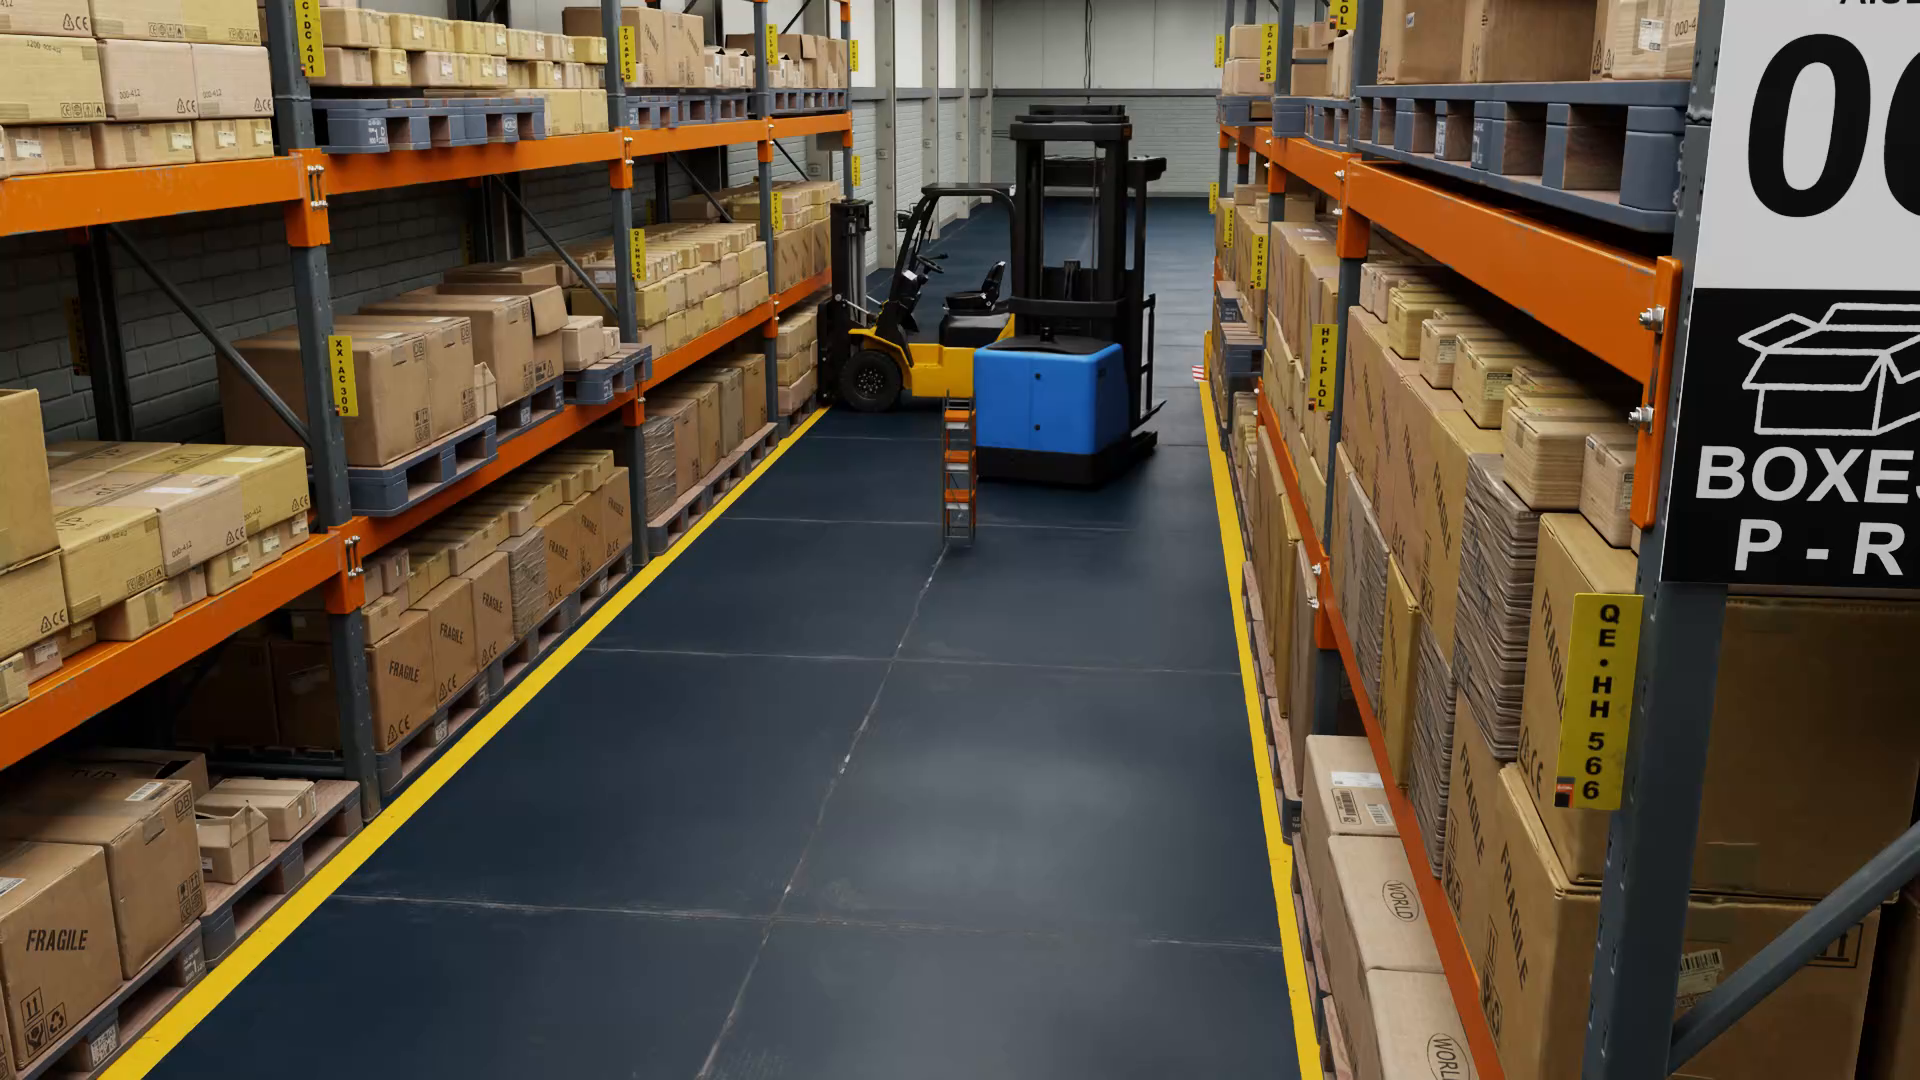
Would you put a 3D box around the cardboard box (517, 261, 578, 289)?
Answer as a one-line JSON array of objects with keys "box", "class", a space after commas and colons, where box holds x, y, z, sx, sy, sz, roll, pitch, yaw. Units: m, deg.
[{"box": [-2.741, -1.745, 10.935, 0.380, 0.149, 0.250, 2, 15, 8], "class": "cardboard box"}]

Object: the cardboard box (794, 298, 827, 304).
[{"box": [-1.515, -2.334, 17.094, 0.500, 0.250, 0.500, 2, 15, 7], "class": "cardboard box"}]

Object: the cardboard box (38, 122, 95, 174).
[{"box": [-2.936, -1.216, 5.147, 0.380, 0.149, 0.250, 2, 15, 8], "class": "cardboard box"}]

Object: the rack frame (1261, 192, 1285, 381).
[{"box": [2.356, -1.148, 10.161, 1.000, 3.000, 0.127, 2, 15, 6], "class": "rack frame"}]

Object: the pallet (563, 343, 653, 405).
[{"box": [-2.583, -1.023, 10.066, 1.213, 0.211, 1.003, 2, 15, 6], "class": "pallet"}]

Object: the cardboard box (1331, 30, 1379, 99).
[{"box": [1.795, -1.953, 6.758, 0.500, 0.311, 0.500, 2, 15, 6], "class": "cardboard box"}]

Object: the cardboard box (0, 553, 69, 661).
[{"box": [-3.013, 0.205, 4.875, 0.500, 0.250, 0.500, 1, 15, 5], "class": "cardboard box"}]

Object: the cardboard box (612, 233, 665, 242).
[{"box": [-2.551, -2.344, 13.149, 0.380, 0.149, 0.250, 2, 15, 6], "class": "cardboard box"}]

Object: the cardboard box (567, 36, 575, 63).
[{"box": [-2.456, -2.842, 9.633, 0.380, 0.149, 0.250, 1, 15, 4], "class": "cardboard box"}]

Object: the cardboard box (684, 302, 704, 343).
[{"box": [-2.171, -1.593, 12.094, 0.500, 0.250, 0.500, 1, 15, 4], "class": "cardboard box"}]

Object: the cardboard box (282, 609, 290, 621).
[{"box": [-3.248, 0.263, 7.686, 0.380, 0.149, 0.250, 2, 15, 6], "class": "cardboard box"}]

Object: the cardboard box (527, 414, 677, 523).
[{"box": [-2.492, -0.511, 11.550, 0.875, 0.625, 0.625, 2, 15, 8], "class": "cardboard box"}]

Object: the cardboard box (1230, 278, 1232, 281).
[{"box": [2.562, -2.222, 14.612, 0.380, 0.149, 0.250, 2, 15, 8], "class": "cardboard box"}]

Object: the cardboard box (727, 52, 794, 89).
[{"box": [-1.789, -4.195, 14.859, 0.500, 0.311, 0.500, 2, 15, 7], "class": "cardboard box"}]

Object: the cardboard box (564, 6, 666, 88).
[{"box": [-2.252, -3.221, 10.894, 0.500, 0.500, 0.500, 2, 15, 7], "class": "cardboard box"}]

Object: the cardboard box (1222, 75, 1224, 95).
[{"box": [2.871, -4.489, 16.489, 0.500, 0.250, 0.500, 1, 15, 5], "class": "cardboard box"}]

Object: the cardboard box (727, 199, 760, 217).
[{"box": [-1.872, -2.981, 14.935, 0.380, 0.149, 0.250, 2, 15, 7], "class": "cardboard box"}]

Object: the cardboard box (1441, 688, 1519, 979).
[{"box": [1.316, 0.616, 3.446, 0.500, 0.500, 0.500, 1, 15, 5], "class": "cardboard box"}]

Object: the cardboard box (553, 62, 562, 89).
[{"box": [-2.481, -2.628, 9.413, 0.380, 0.149, 0.250, 2, 15, 8], "class": "cardboard box"}]

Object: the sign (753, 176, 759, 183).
[{"box": [-2.224, -3.842, 18.315, 0.100, 0.325, 0.005, 2, 15, 6], "class": "sign"}]

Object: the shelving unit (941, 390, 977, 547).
[{"box": [-0.006, -0.493, 11.474, 0.215, 1.050, 0.252, 2, 15, 6], "class": "shelving unit"}]

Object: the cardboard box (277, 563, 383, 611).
[{"box": [-2.783, 0.204, 7.332, 0.380, 0.149, 0.250, 1, 15, 5], "class": "cardboard box"}]

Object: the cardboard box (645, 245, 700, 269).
[{"box": [-2.113, -2.064, 12.114, 0.380, 0.149, 0.250, 2, 15, 7], "class": "cardboard box"}]

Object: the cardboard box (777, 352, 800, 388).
[{"box": [-1.764, -1.564, 15.204, 0.500, 0.250, 0.500, 2, 15, 6], "class": "cardboard box"}]

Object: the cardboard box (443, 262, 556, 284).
[{"box": [-2.790, -1.415, 10.154, 0.500, 0.500, 0.500, 2, 15, 9], "class": "cardboard box"}]

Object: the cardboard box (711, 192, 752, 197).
[{"box": [-2.213, -3.259, 15.963, 0.380, 0.149, 0.250, 2, 15, 6], "class": "cardboard box"}]

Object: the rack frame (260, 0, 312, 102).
[{"box": [-3.028, -3.152, 6.079, 1.000, 3.000, 0.127, 2, 15, 6], "class": "rack frame"}]

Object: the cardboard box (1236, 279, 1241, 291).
[{"box": [2.394, -2.068, 13.242, 0.380, 0.149, 0.250, 2, 15, 7], "class": "cardboard box"}]

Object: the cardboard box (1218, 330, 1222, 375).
[{"box": [2.720, -1.849, 15.779, 0.500, 0.500, 0.500, 3, 15, 9], "class": "cardboard box"}]

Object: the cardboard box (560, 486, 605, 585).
[{"box": [-2.477, -0.044, 10.062, 0.500, 0.500, 0.500, 1, 15, 5], "class": "cardboard box"}]

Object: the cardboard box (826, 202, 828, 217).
[{"box": [-1.546, -3.364, 16.923, 0.380, 0.149, 0.250, 1, 15, 4], "class": "cardboard box"}]

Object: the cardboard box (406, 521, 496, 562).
[{"box": [-2.638, 0.009, 8.623, 0.380, 0.149, 0.250, 2, 15, 8], "class": "cardboard box"}]

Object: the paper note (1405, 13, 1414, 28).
[{"box": [1.112, -1.288, 4.119, 0.006, 0.032, 0.123, 2, 15, 6], "class": "paper note"}]

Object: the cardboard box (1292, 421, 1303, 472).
[{"box": [1.839, -0.424, 7.772, 0.500, 0.250, 0.500, 1, 15, 5], "class": "cardboard box"}]

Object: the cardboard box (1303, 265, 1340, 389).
[{"box": [1.757, -0.899, 7.134, 0.500, 0.500, 0.500, 2, 15, 7], "class": "cardboard box"}]

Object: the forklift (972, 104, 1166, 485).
[{"box": [1.089, -2.188, 14.138, 1.130, 2.935, 3.031, 6, 16, 20], "class": "forklift"}]

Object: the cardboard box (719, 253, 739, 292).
[{"box": [-2.041, -2.099, 13.007, 0.500, 0.250, 0.500, 2, 15, 7], "class": "cardboard box"}]

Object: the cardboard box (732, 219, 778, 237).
[{"box": [-1.828, -2.767, 14.715, 0.380, 0.149, 0.250, 1, 15, 5], "class": "cardboard box"}]

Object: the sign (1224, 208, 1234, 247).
[{"box": [2.267, -2.617, 13.937, 0.100, 0.325, 0.005, 2, 15, 6], "class": "sign"}]

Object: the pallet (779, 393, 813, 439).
[{"box": [-1.994, -1.190, 15.657, 1.003, 0.211, 1.213, 2, 15, 6], "class": "pallet"}]

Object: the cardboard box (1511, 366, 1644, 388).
[{"box": [1.414, -0.282, 3.609, 0.380, 0.149, 0.250, 2, 15, 6], "class": "cardboard box"}]

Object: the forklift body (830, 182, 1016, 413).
[{"box": [-0.075, -2.413, 16.465, 2.313, 2.155, 1.214, 2, 15, 6], "class": "forklift body"}]

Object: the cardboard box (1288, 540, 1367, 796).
[{"box": [1.895, 0.549, 7.151, 0.875, 0.875, 0.875, 2, 15, 8], "class": "cardboard box"}]

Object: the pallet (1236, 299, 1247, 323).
[{"box": [2.539, -1.570, 12.090, 1.003, 0.211, 1.213, 2, 15, 6], "class": "pallet"}]

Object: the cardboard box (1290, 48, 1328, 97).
[{"box": [2.473, -2.890, 10.665, 0.700, 0.500, 0.500, 2, 15, 6], "class": "cardboard box"}]

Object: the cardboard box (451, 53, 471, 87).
[{"box": [-2.486, -2.164, 7.659, 0.380, 0.149, 0.250, 2, 15, 6], "class": "cardboard box"}]

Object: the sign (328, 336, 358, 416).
[{"box": [-2.488, -0.660, 6.697, 0.100, 0.325, 0.005, 2, 15, 6], "class": "sign"}]

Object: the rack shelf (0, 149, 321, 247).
[{"box": [-3.253, -0.838, 4.646, 1.077, 0.370, 4.000, 2, 15, 6], "class": "rack shelf"}]

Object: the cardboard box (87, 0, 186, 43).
[{"box": [-2.894, -1.747, 5.388, 0.500, 0.250, 0.500, 1, 15, 5], "class": "cardboard box"}]

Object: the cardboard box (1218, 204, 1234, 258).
[{"box": [2.818, -3.034, 16.373, 0.500, 0.500, 0.500, 1, 15, 5], "class": "cardboard box"}]

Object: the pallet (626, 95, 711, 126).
[{"box": [-2.465, -3.119, 12.065, 1.003, 0.211, 1.213, 2, 15, 9], "class": "pallet"}]

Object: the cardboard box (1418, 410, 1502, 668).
[{"box": [1.360, -0.001, 3.811, 0.500, 0.500, 0.500, 2, 15, 6], "class": "cardboard box"}]

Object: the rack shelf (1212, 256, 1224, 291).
[{"box": [3.033, -2.357, 16.010, 1.077, 0.370, 4.000, 2, 15, 6], "class": "rack shelf"}]

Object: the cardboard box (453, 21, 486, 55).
[{"box": [-2.481, -2.378, 7.879, 0.380, 0.149, 0.250, 2, 15, 7], "class": "cardboard box"}]

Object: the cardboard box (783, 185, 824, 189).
[{"box": [-1.606, -3.578, 17.144, 0.380, 0.149, 0.250, 2, 15, 7], "class": "cardboard box"}]

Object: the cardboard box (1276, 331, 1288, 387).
[{"box": [1.926, -0.930, 8.684, 0.500, 0.250, 0.500, 2, 15, 6], "class": "cardboard box"}]

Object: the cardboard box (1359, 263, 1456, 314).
[{"box": [1.611, -0.881, 5.822, 0.380, 0.149, 0.250, 1, 15, 5], "class": "cardboard box"}]

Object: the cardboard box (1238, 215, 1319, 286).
[{"box": [2.297, -2.076, 12.026, 0.500, 0.500, 0.500, 1, 15, 4], "class": "cardboard box"}]
